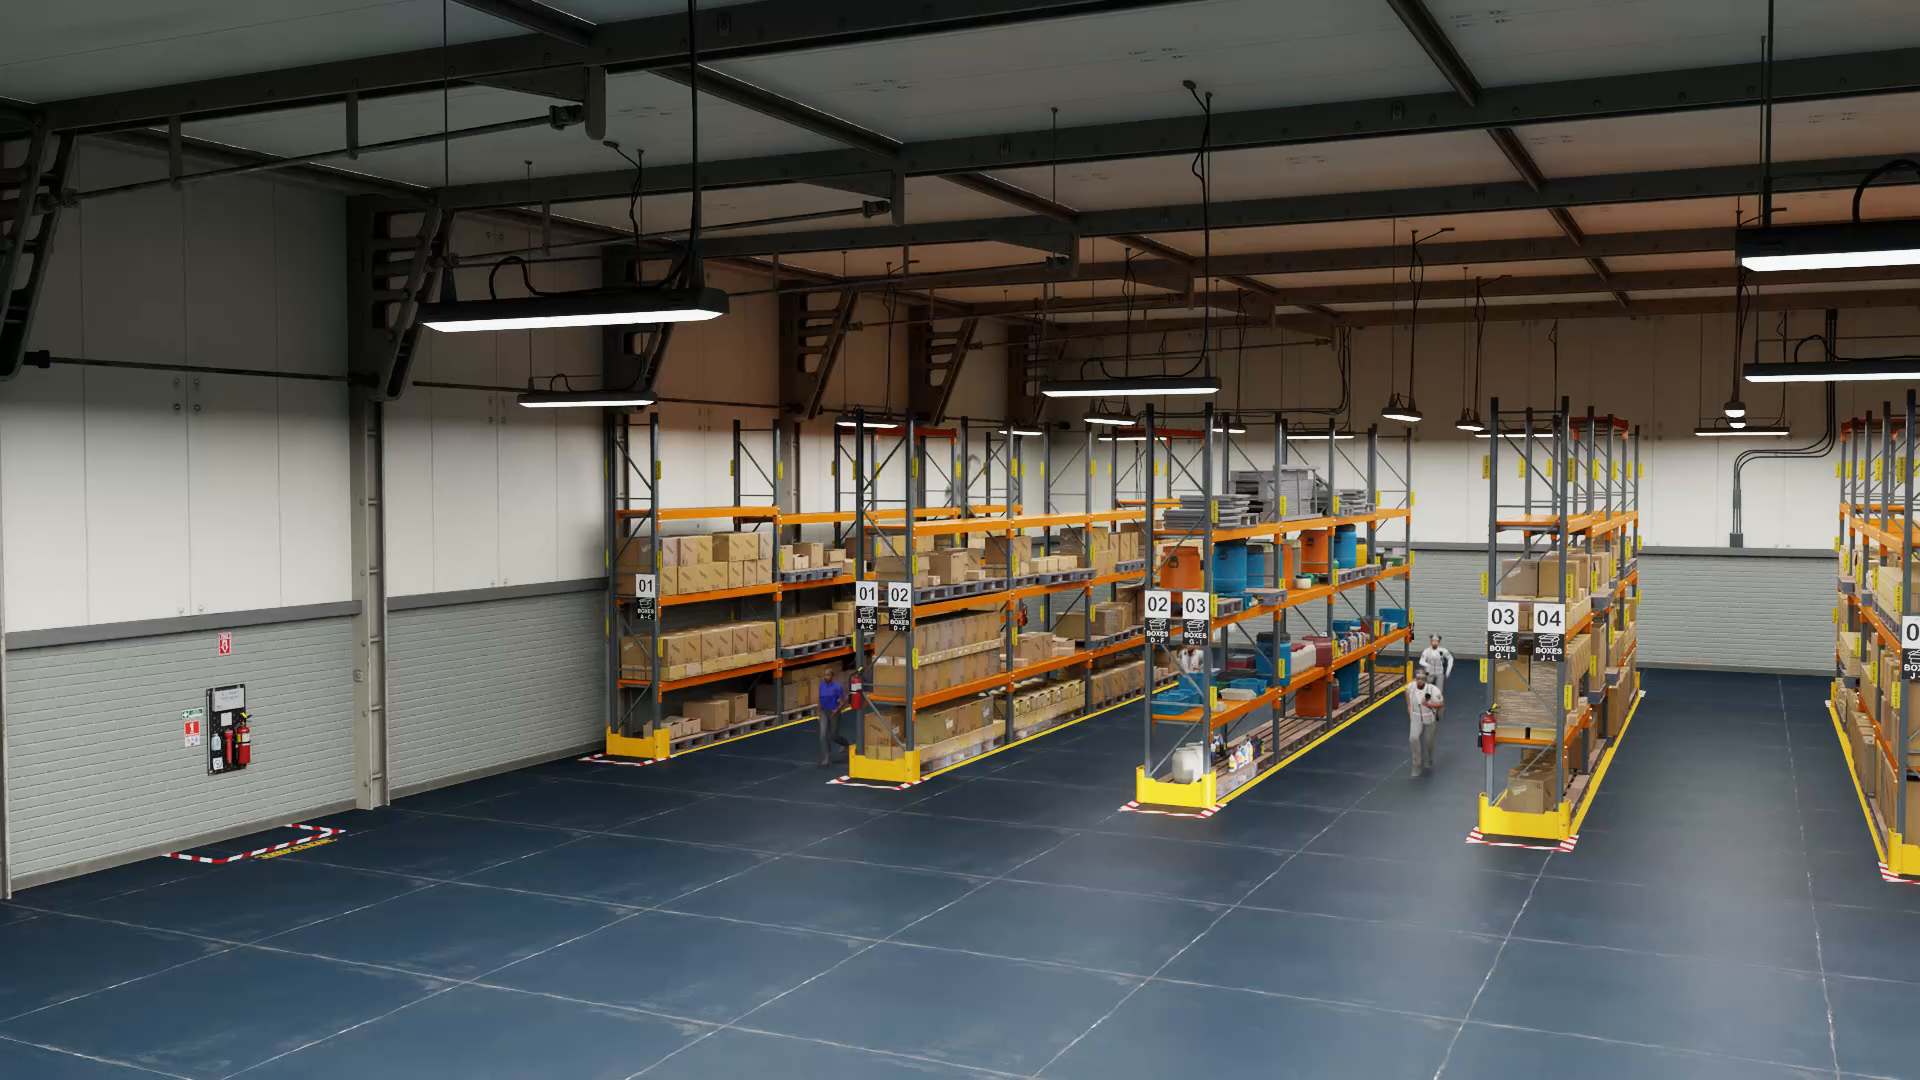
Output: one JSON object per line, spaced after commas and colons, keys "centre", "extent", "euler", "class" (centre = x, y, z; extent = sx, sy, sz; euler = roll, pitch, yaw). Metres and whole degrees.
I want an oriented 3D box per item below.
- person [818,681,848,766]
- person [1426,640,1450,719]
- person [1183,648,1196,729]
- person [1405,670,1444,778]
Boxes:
{"centre": [-2.204, 3.104, 28.518], "extent": [0.536, 1.442, 0.805], "euler": [1, 3, 20], "class": "person"}
{"centre": [9.615, 2.768, 33.513], "extent": [0.481, 1.663, 0.668], "euler": [1, 3, 24], "class": "person"}
{"centre": [4.587, 2.767, 32.583], "extent": [0.412, 1.787, 1.015], "euler": [1, 3, 18], "class": "person"}
{"centre": [7.648, 2.998, 27.380], "extent": [0.653, 1.799, 0.982], "euler": [1, 3, 23], "class": "person"}
